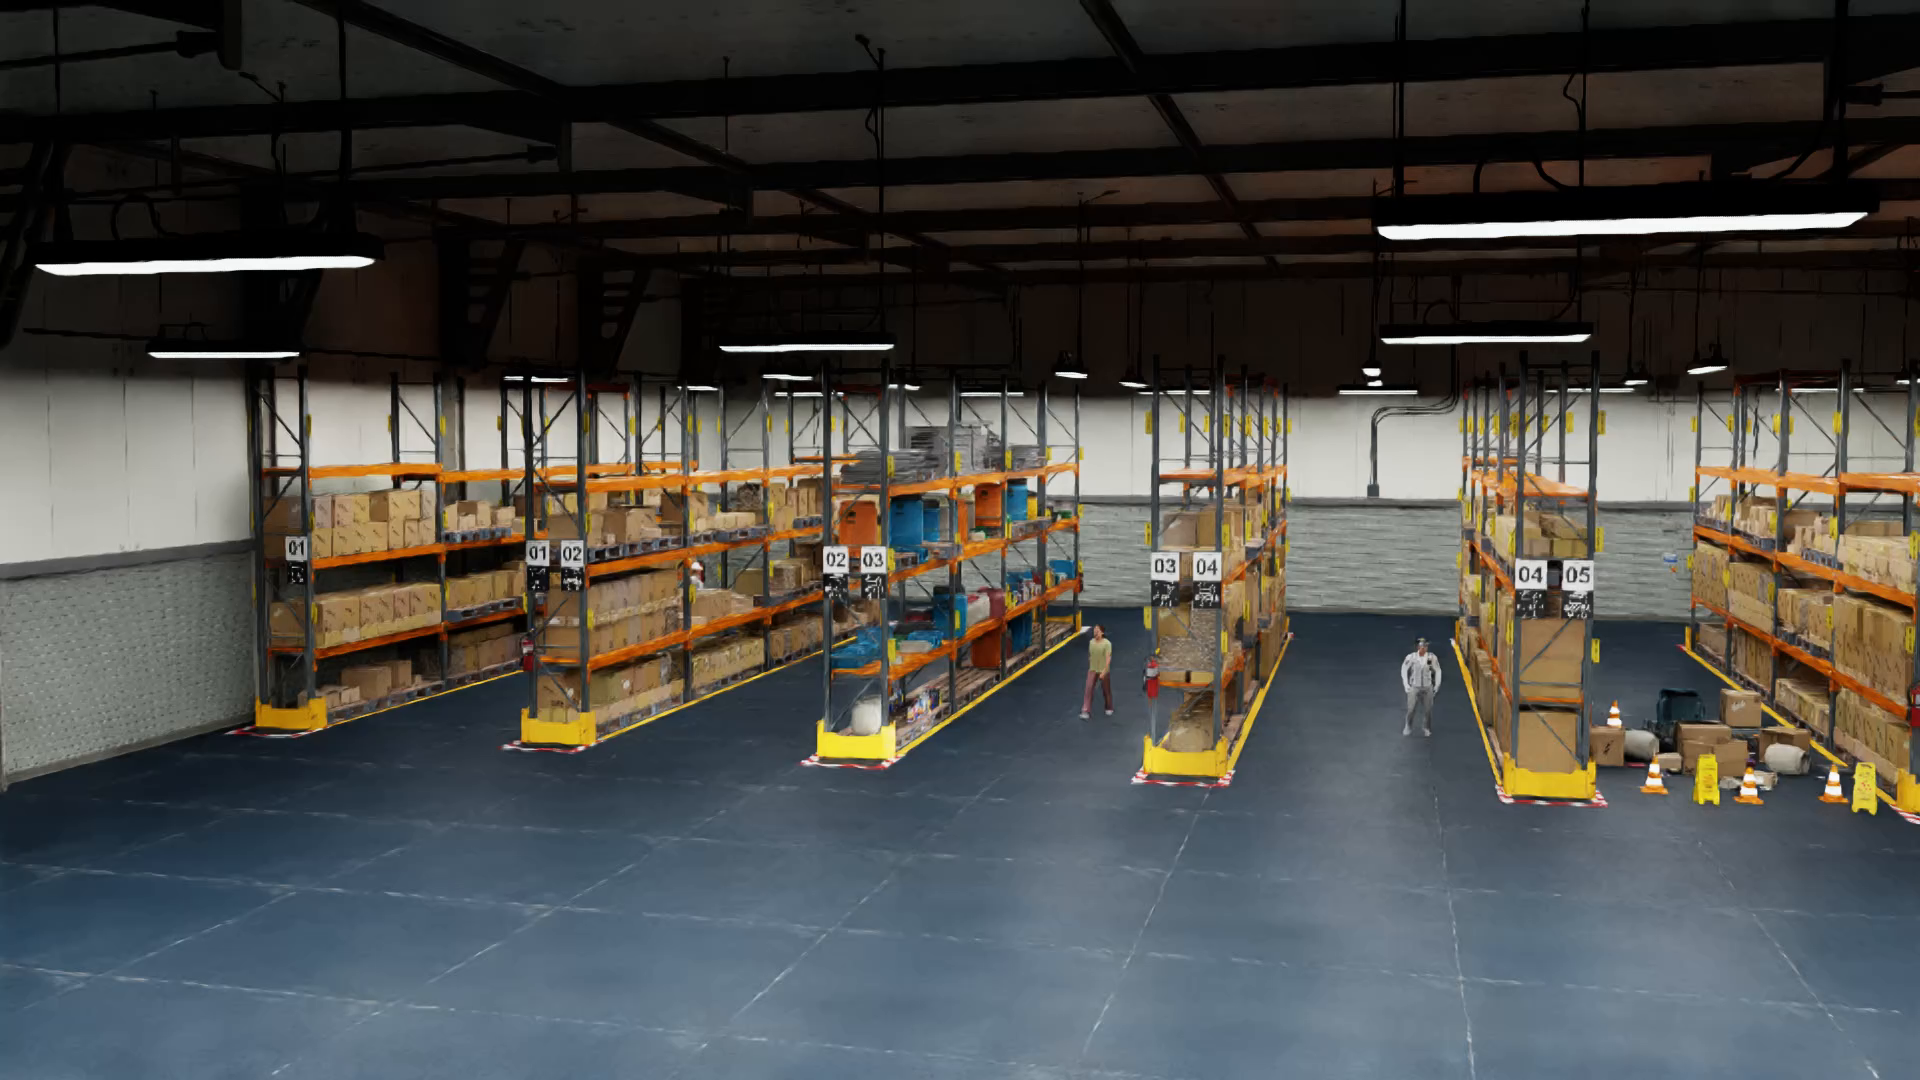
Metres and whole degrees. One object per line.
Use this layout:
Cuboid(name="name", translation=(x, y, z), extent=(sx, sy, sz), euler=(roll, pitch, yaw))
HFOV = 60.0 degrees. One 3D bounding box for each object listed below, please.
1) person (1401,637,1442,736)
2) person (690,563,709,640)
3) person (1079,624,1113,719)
Cuboid(name="person", translation=(7.419, 2.351, 26.769), extent=(0.639, 1.628, 0.512), euler=(1, 4, 12))
Cuboid(name="person", translation=(-6.123, 1.419, 38.869), extent=(0.463, 1.782, 0.598), euler=(0, 4, -4))
Cuboid(name="person", translation=(2.375, 2.225, 28.376), extent=(0.448, 1.601, 1.006), euler=(2, 4, 24))
